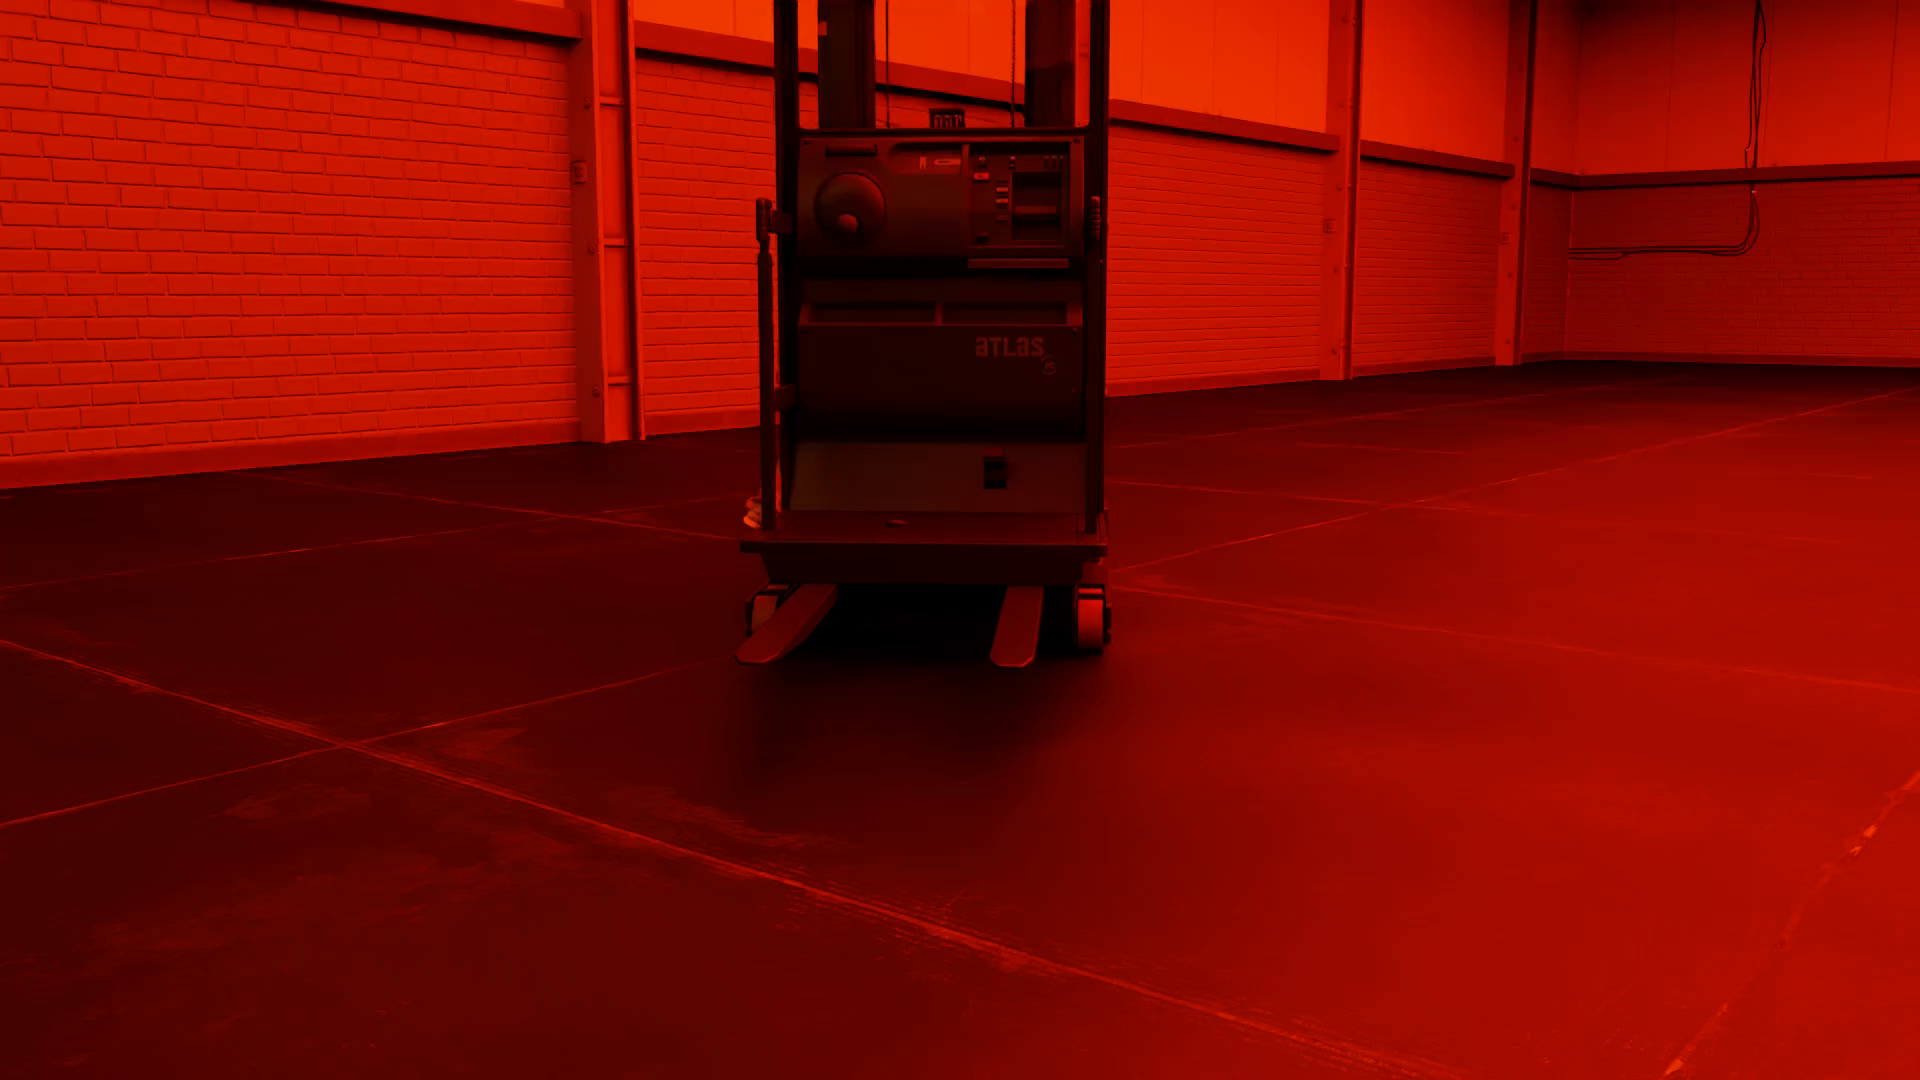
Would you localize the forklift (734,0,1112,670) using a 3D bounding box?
[{"bbox_3d":[-0.077,-1.158,5.194,1.130,2.935,3.031,1,8,4],"label":"forklift"}]

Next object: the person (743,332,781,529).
[{"bbox_3d":[-0.783,-0.786,7.624,0.440,1.548,0.747,-1,8,-5],"label":"person"}]
